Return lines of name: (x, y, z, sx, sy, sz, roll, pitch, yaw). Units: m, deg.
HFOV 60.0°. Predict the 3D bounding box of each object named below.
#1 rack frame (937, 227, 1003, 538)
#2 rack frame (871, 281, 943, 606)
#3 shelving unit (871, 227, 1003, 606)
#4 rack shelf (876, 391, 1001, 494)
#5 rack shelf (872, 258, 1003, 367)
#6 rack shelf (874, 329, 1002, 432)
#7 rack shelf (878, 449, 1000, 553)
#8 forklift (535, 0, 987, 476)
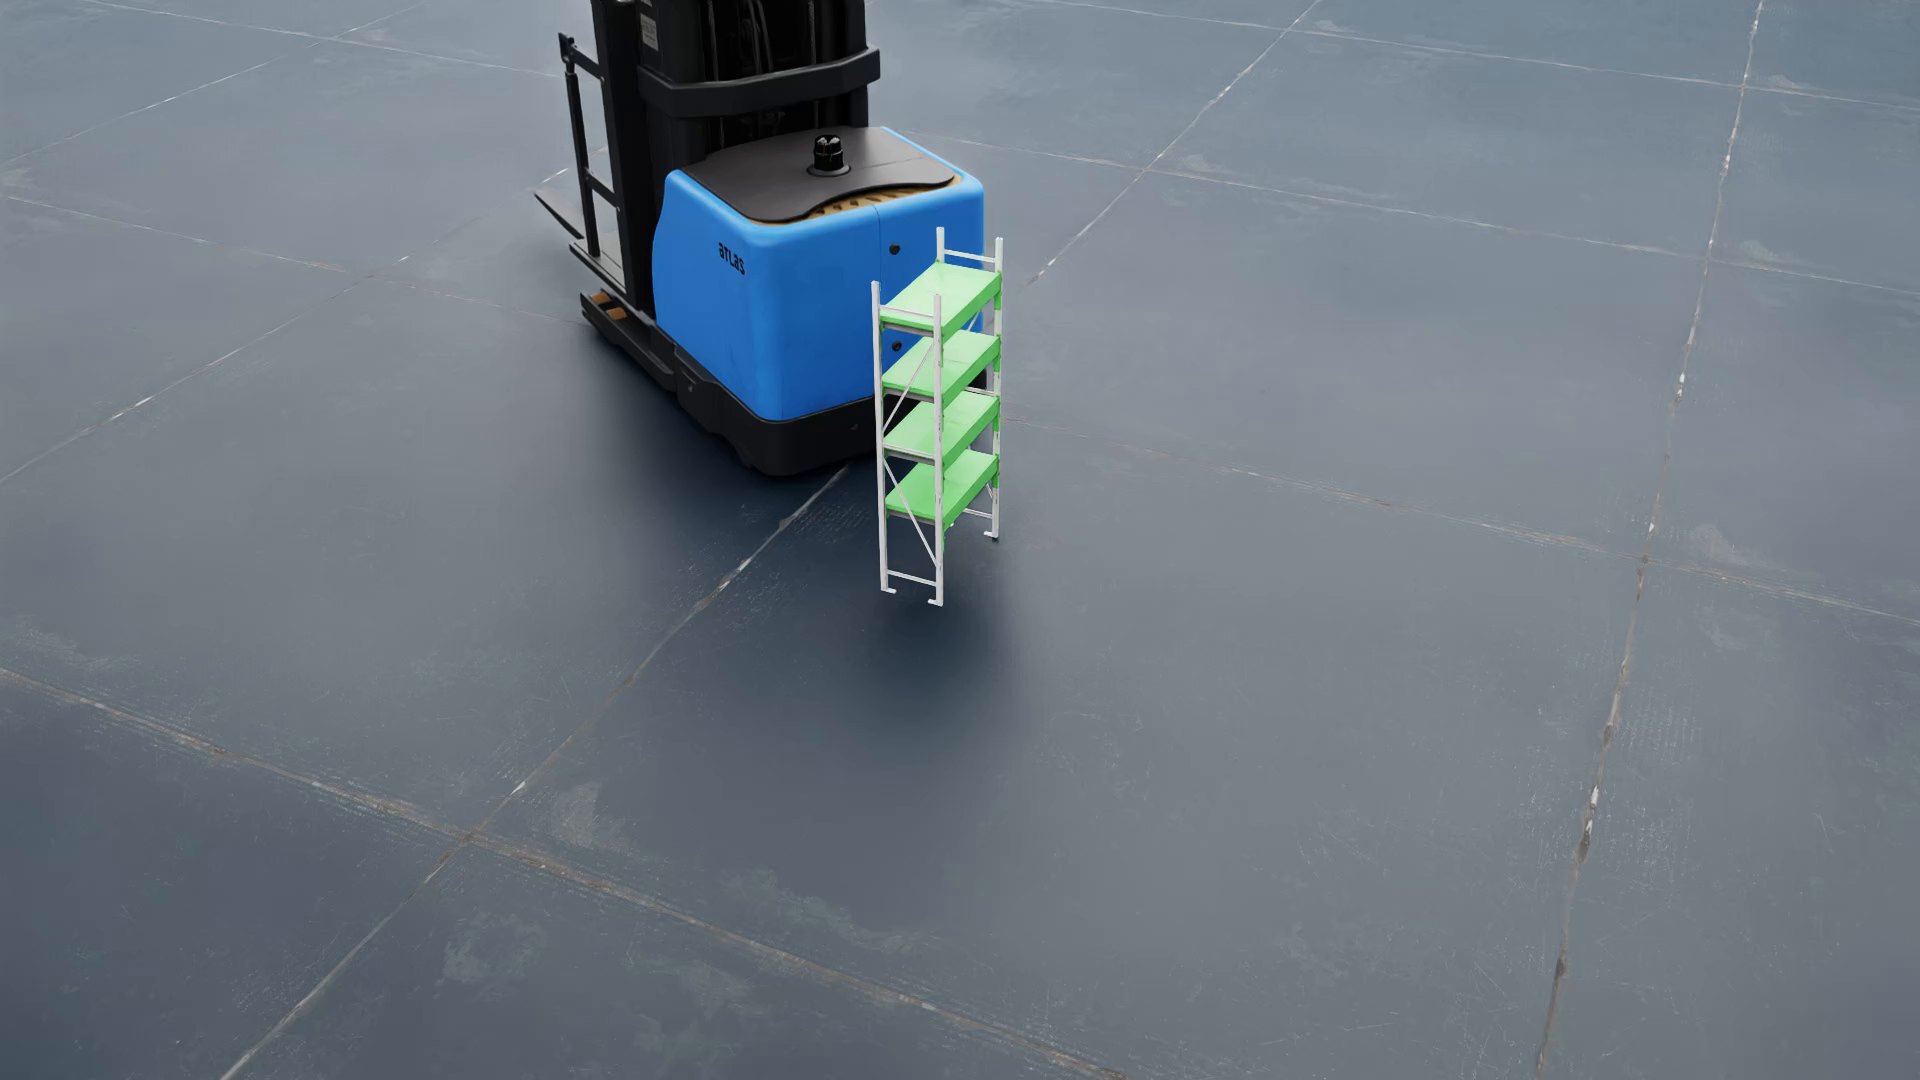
rack frame: (0.033, -0.541, 5.981, 0.240, 1.200, 0.015, 14, 36, 20)
rack frame: (-0.171, -0.298, 5.610, 0.240, 1.200, 0.015, 14, 36, 20)
shelving unit: (-0.069, -0.419, 5.795, 0.258, 1.200, 0.503, 14, 36, 20)
rack shelf: (-0.069, -0.366, 5.830, 0.258, 0.148, 0.480, 14, 36, 20)
rack shelf: (-0.069, -0.767, 5.567, 0.258, 0.148, 0.480, 14, 36, 20)
rack shelf: (-0.069, -0.567, 5.699, 0.258, 0.148, 0.480, 14, 36, 20)
rack shelf: (-0.069, -0.165, 5.962, 0.258, 0.148, 0.480, 14, 36, 20)
forklift: (-1.105, -2.246, 7.002, 1.130, 2.935, 3.031, -19, 38, -27)
